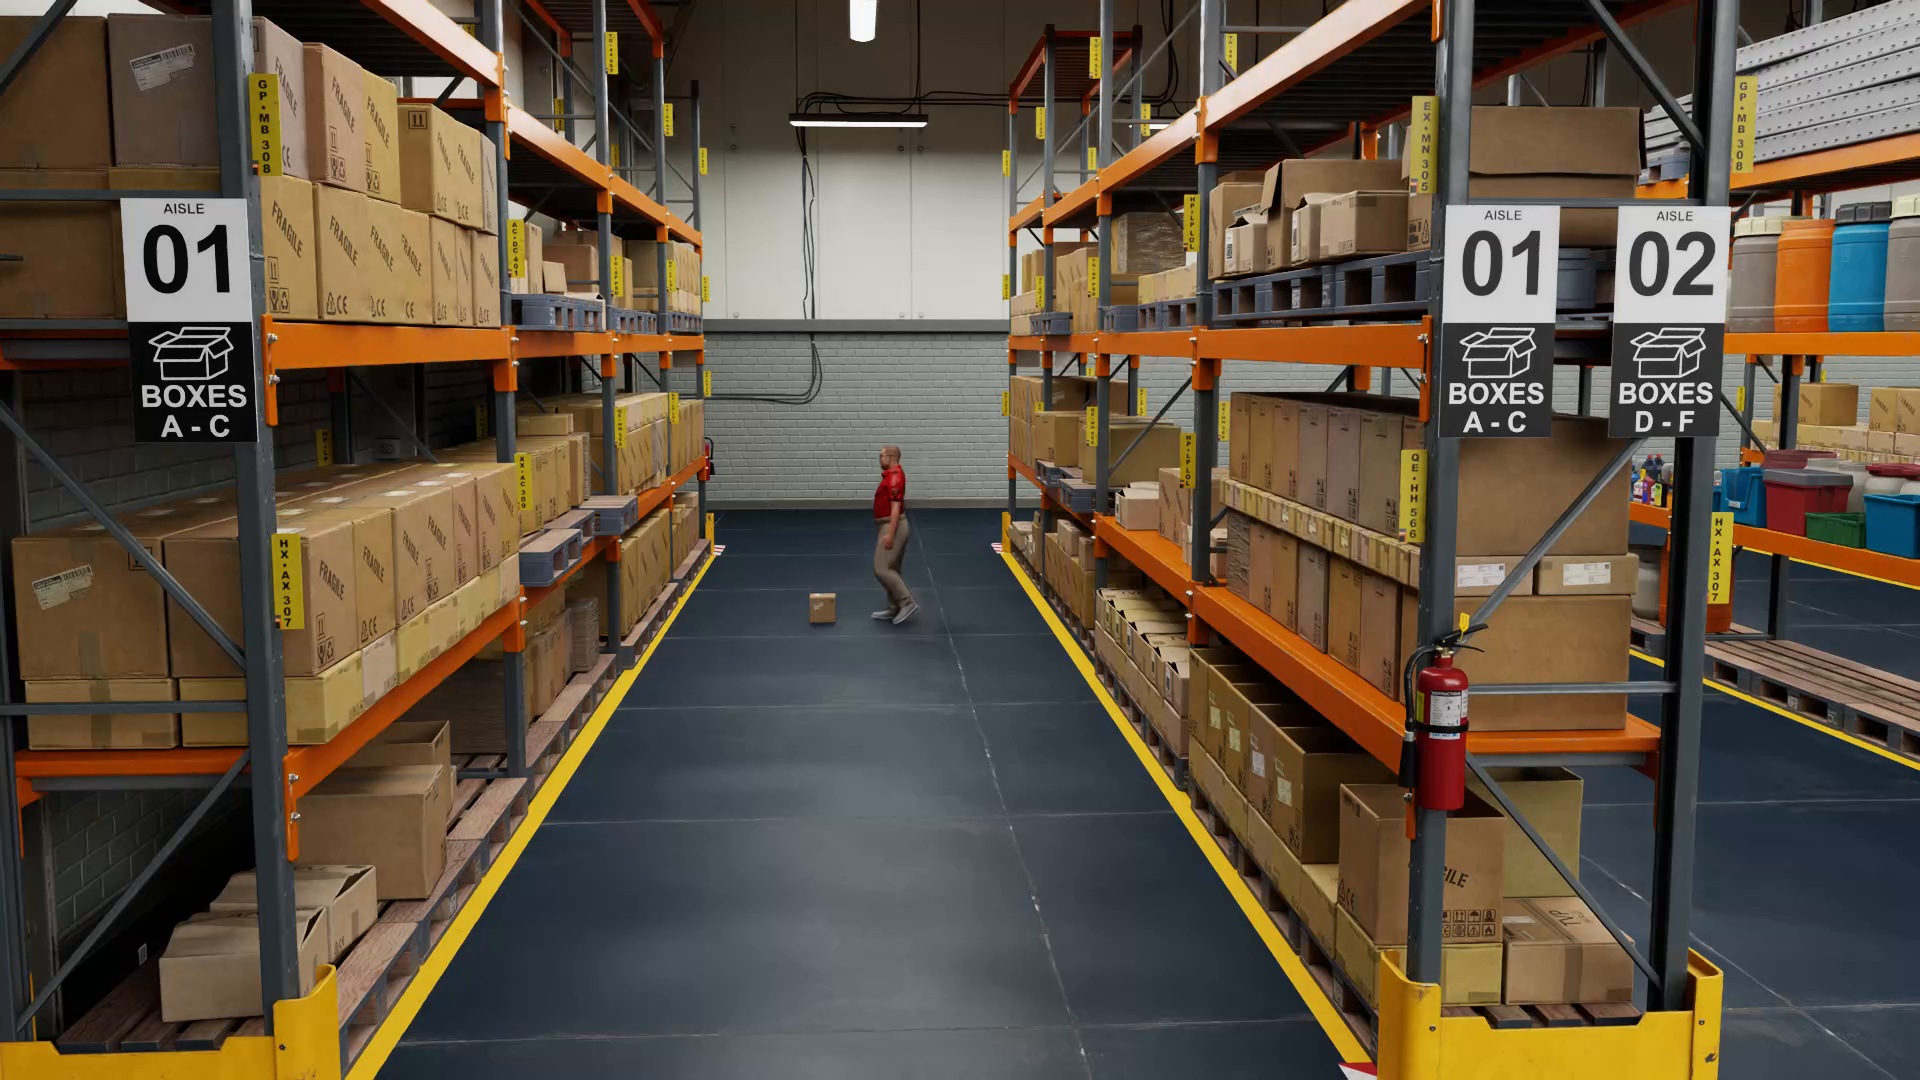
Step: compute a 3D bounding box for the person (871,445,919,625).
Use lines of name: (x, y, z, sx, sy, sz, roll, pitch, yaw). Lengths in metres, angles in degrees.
person: (-0.641, -0.065, 16.298, 0.471, 1.739, 0.585, 0, 7, -1)
